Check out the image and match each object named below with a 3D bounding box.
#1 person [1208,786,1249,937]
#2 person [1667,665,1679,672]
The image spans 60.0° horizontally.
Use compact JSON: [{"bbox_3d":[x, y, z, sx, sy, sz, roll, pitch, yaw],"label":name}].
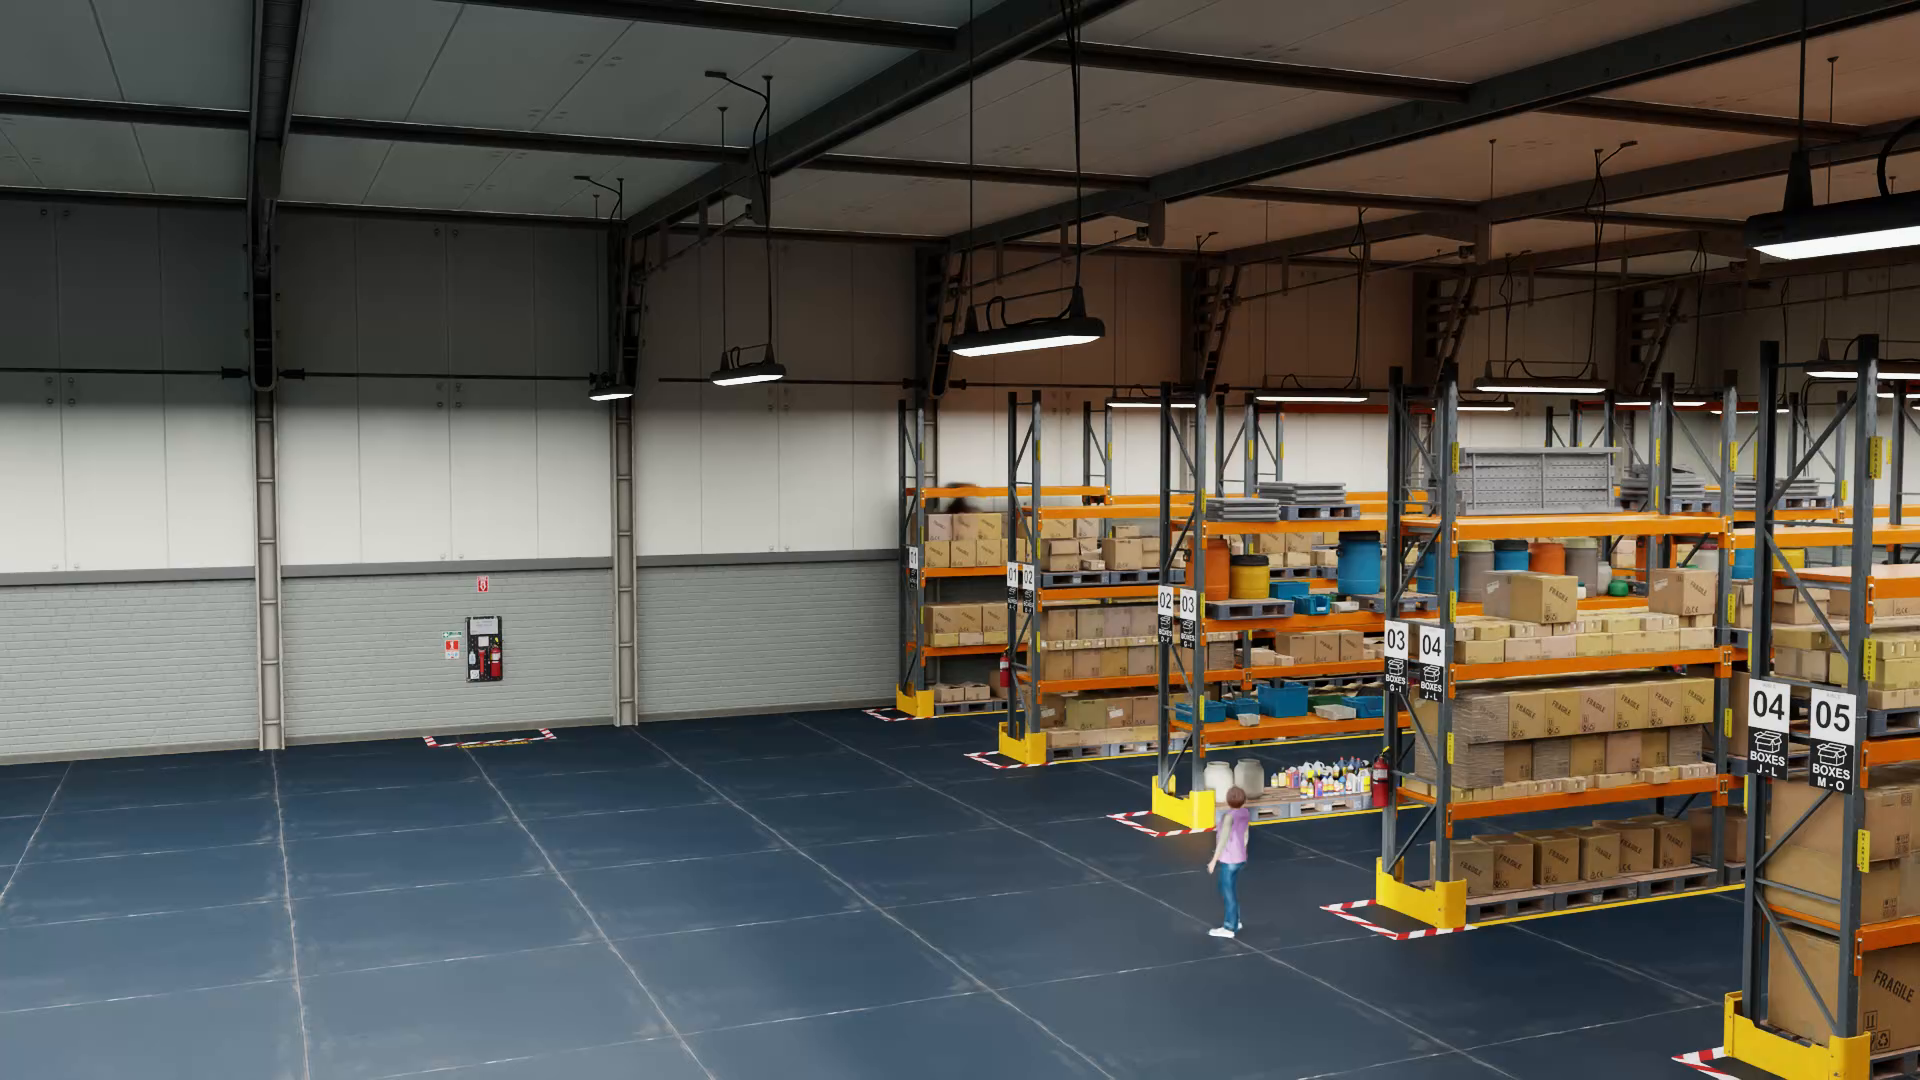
[{"bbox_3d":[2.805,3.369,17.359,0.385,1.635,0.453,1,4,23],"label":"person"},{"bbox_3d":[12.199,2.637,28.646,0.920,1.684,0.575,-1,3,-12],"label":"person"}]
